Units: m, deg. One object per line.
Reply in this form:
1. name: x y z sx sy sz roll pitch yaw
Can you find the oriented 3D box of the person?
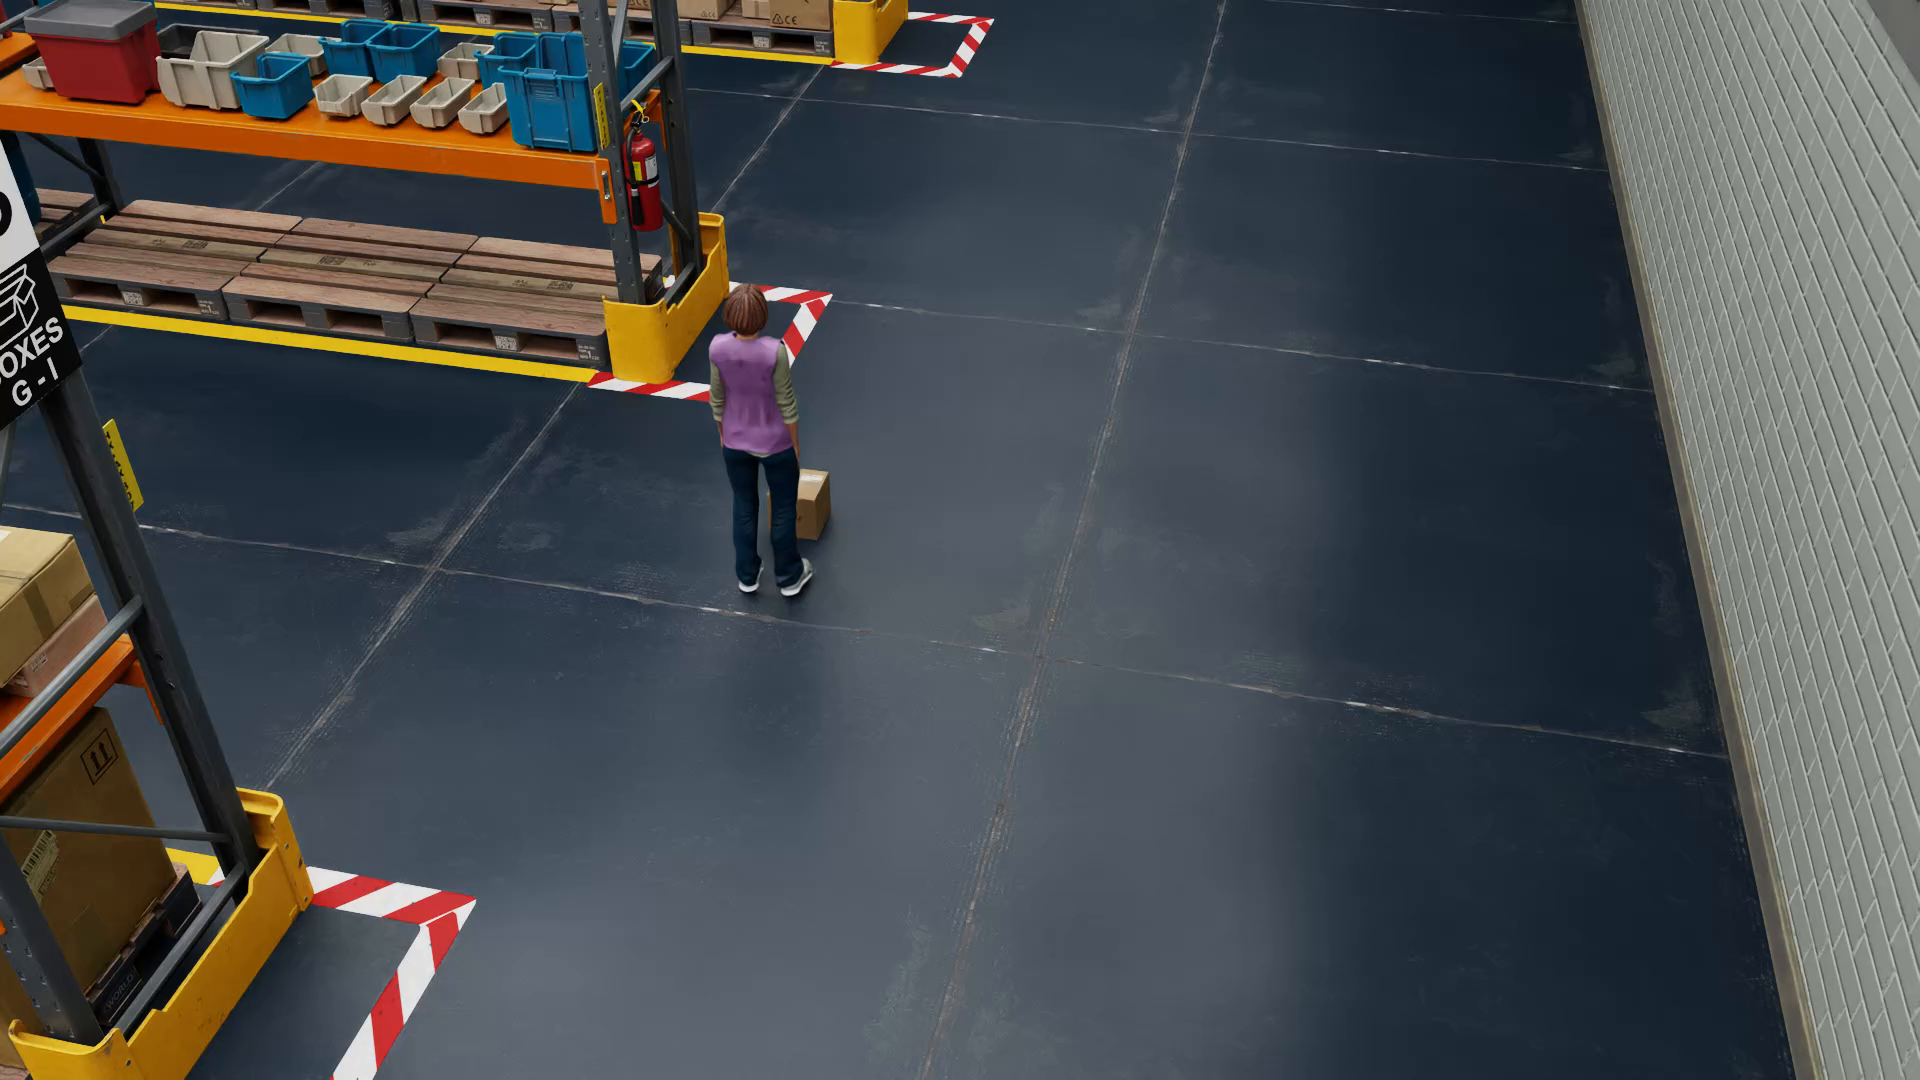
1. person: -0.919 -0.437 7.549 0.411 1.583 0.323 8 38 11
